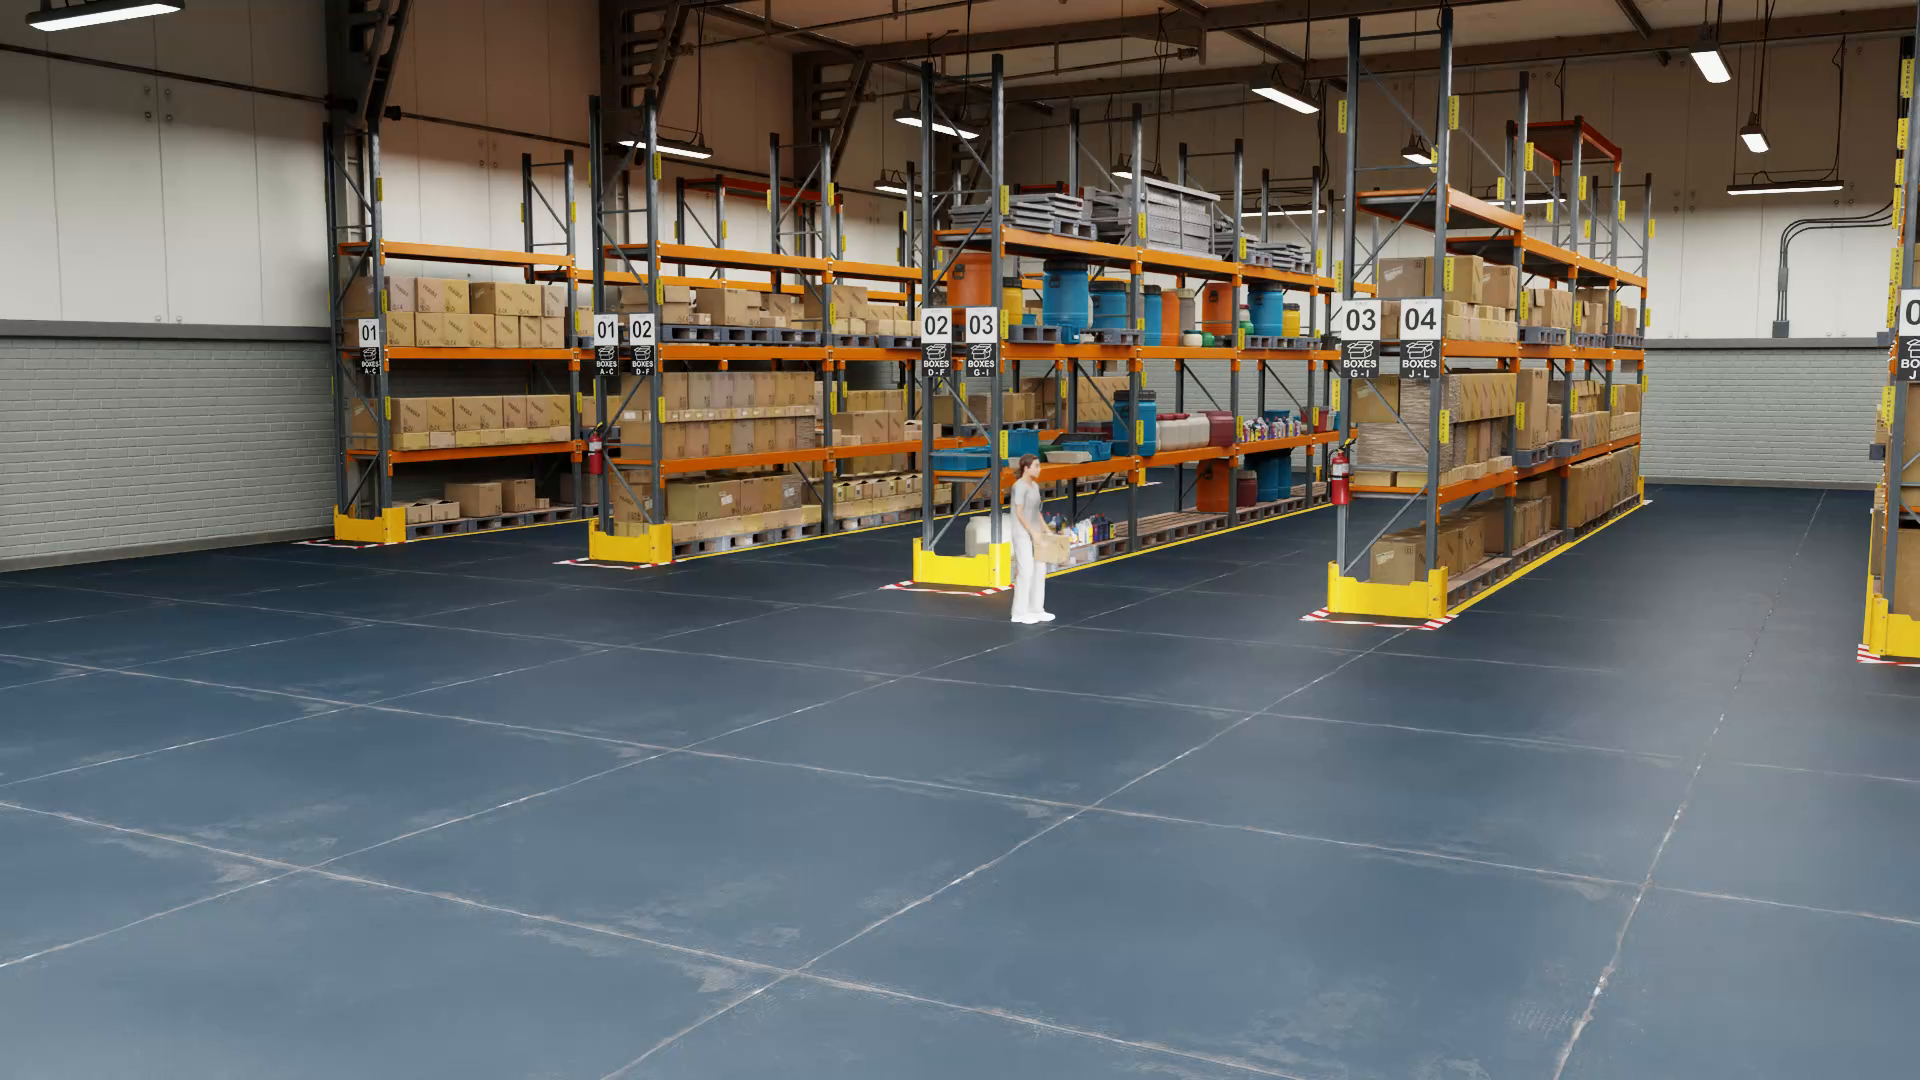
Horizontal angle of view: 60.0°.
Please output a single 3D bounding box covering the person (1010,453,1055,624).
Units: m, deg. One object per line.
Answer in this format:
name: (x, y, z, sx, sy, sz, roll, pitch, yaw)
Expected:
person: (0.713, -0.025, 16.554, 0.424, 1.676, 0.467, 3, 7, 27)
